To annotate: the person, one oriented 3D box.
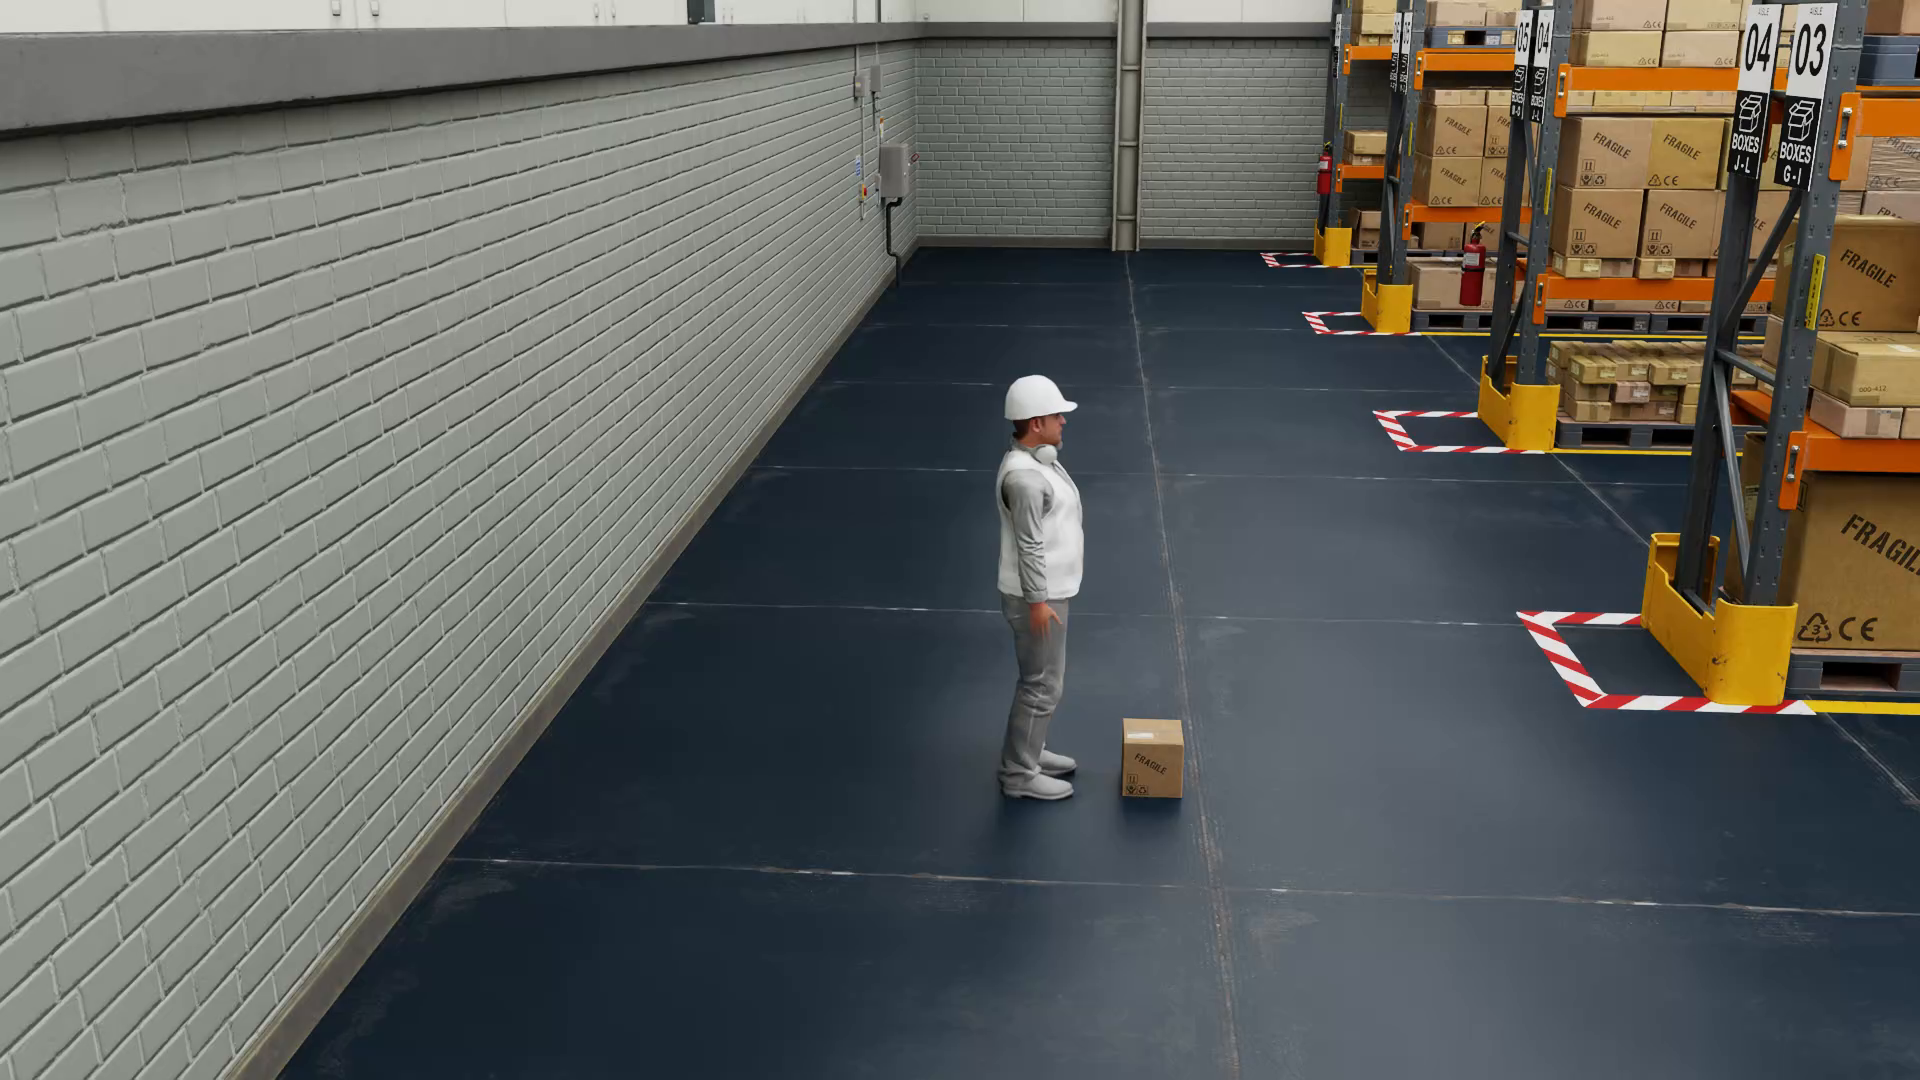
[{"bbox_3d":[0.333,0.190,6.905,0.356,1.768,0.531,2,17,5],"label":"person"}]
